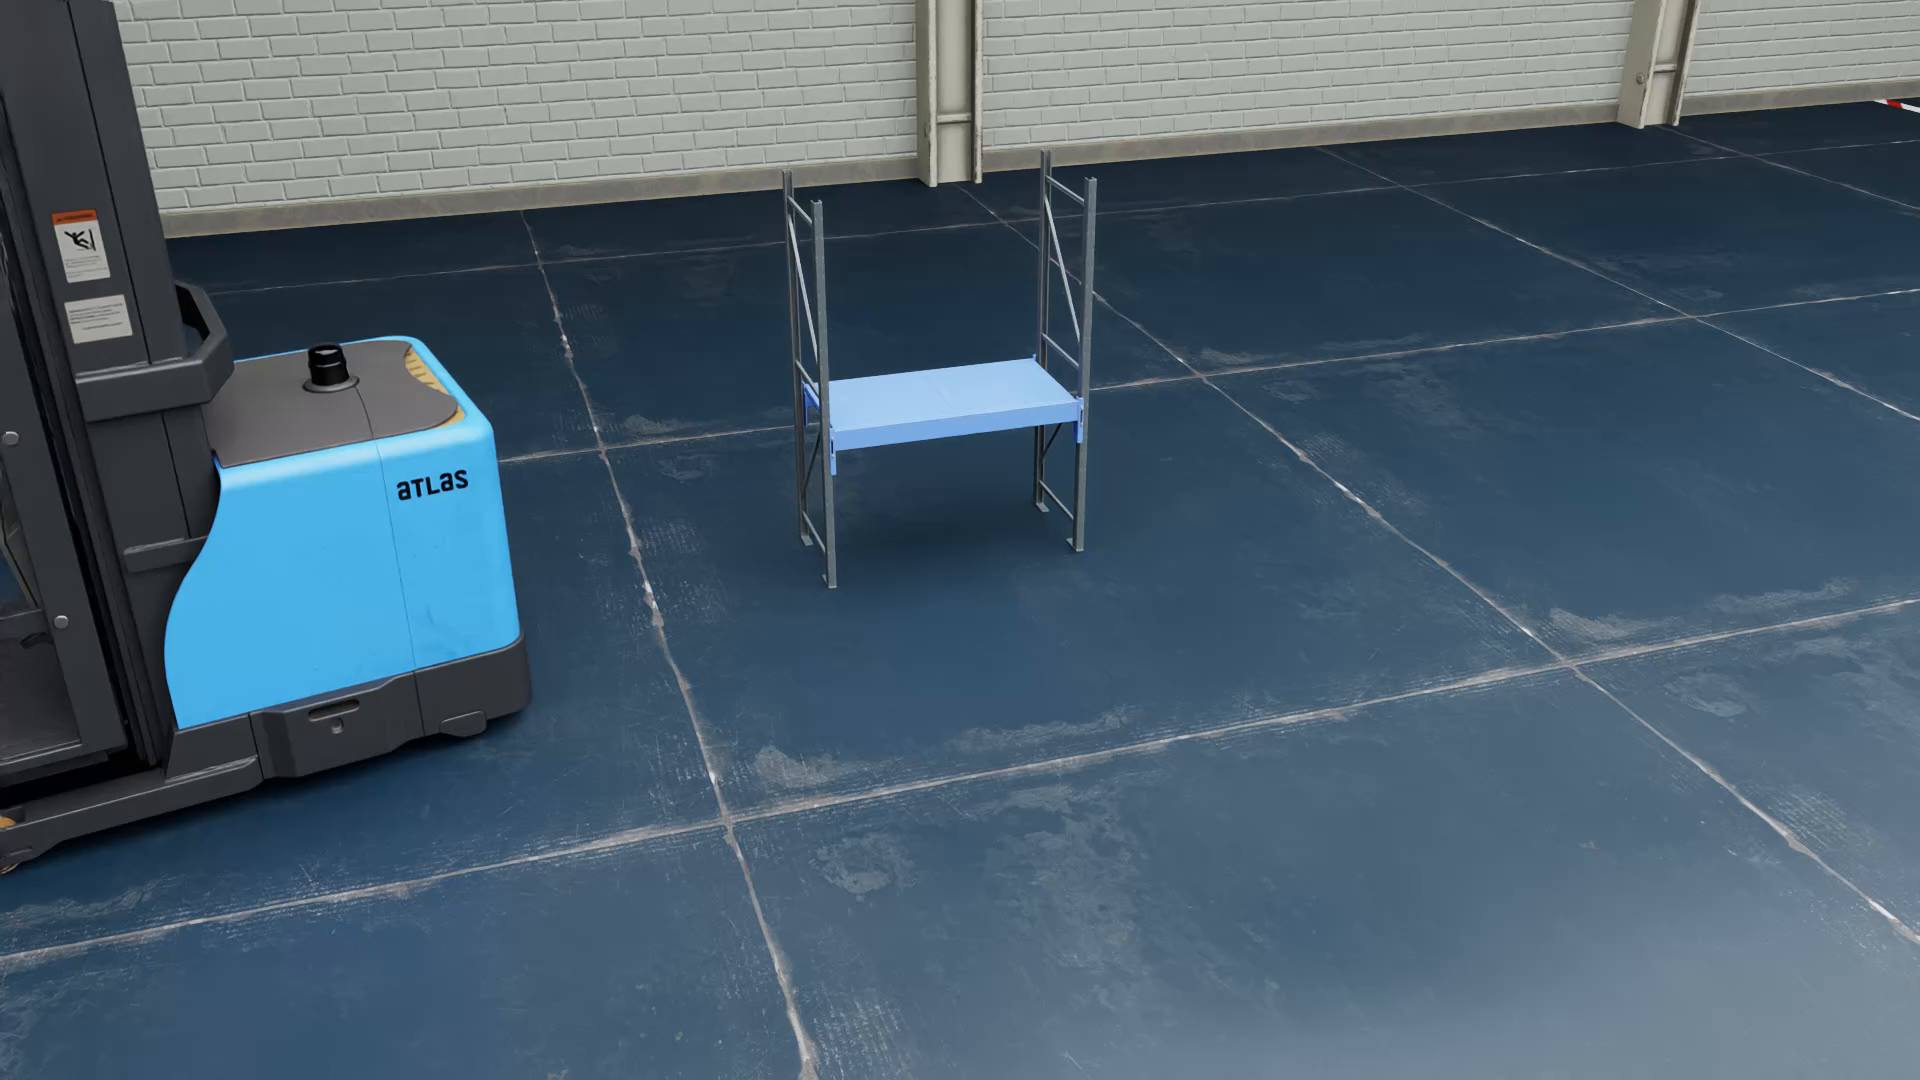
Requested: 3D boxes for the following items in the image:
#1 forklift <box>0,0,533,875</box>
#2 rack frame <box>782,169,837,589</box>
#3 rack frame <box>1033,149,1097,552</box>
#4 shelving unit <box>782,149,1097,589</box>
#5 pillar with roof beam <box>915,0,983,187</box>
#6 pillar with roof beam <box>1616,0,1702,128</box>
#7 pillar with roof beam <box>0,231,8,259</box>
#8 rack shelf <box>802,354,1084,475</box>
[{"bbox_3d":[-2.958,-0.570,4.602,3.031,2.935,1.130,-14,30,-26],"label":"forklift"},{"bbox_3d":[-0.564,-0.590,6.252,0.032,1.500,0.500,-8,28,-16],"label":"rack frame"},{"bbox_3d":[0.402,-0.730,6.534,0.032,1.500,0.500,-8,28,-16],"label":"rack frame"},{"bbox_3d":[-0.081,-0.660,6.393,1.048,1.500,0.538,-8,28,-16],"label":"shelving unit"},{"bbox_3d":[1.258,-4.807,6.313,0.400,9.000,9.100,-8,28,-16],"label":"pillar with roof beam"},{"bbox_3d":[6.963,-5.633,7.978,0.400,9.000,9.100,-8,28,-16],"label":"pillar with roof beam"},{"bbox_3d":[-4.447,-3.981,4.649,0.400,9.000,9.100,-8,28,-16],"label":"pillar with roof beam"},{"bbox_3d":[-0.081,-0.499,6.473,1.000,0.185,0.538,-8,28,-16],"label":"rack shelf"}]
